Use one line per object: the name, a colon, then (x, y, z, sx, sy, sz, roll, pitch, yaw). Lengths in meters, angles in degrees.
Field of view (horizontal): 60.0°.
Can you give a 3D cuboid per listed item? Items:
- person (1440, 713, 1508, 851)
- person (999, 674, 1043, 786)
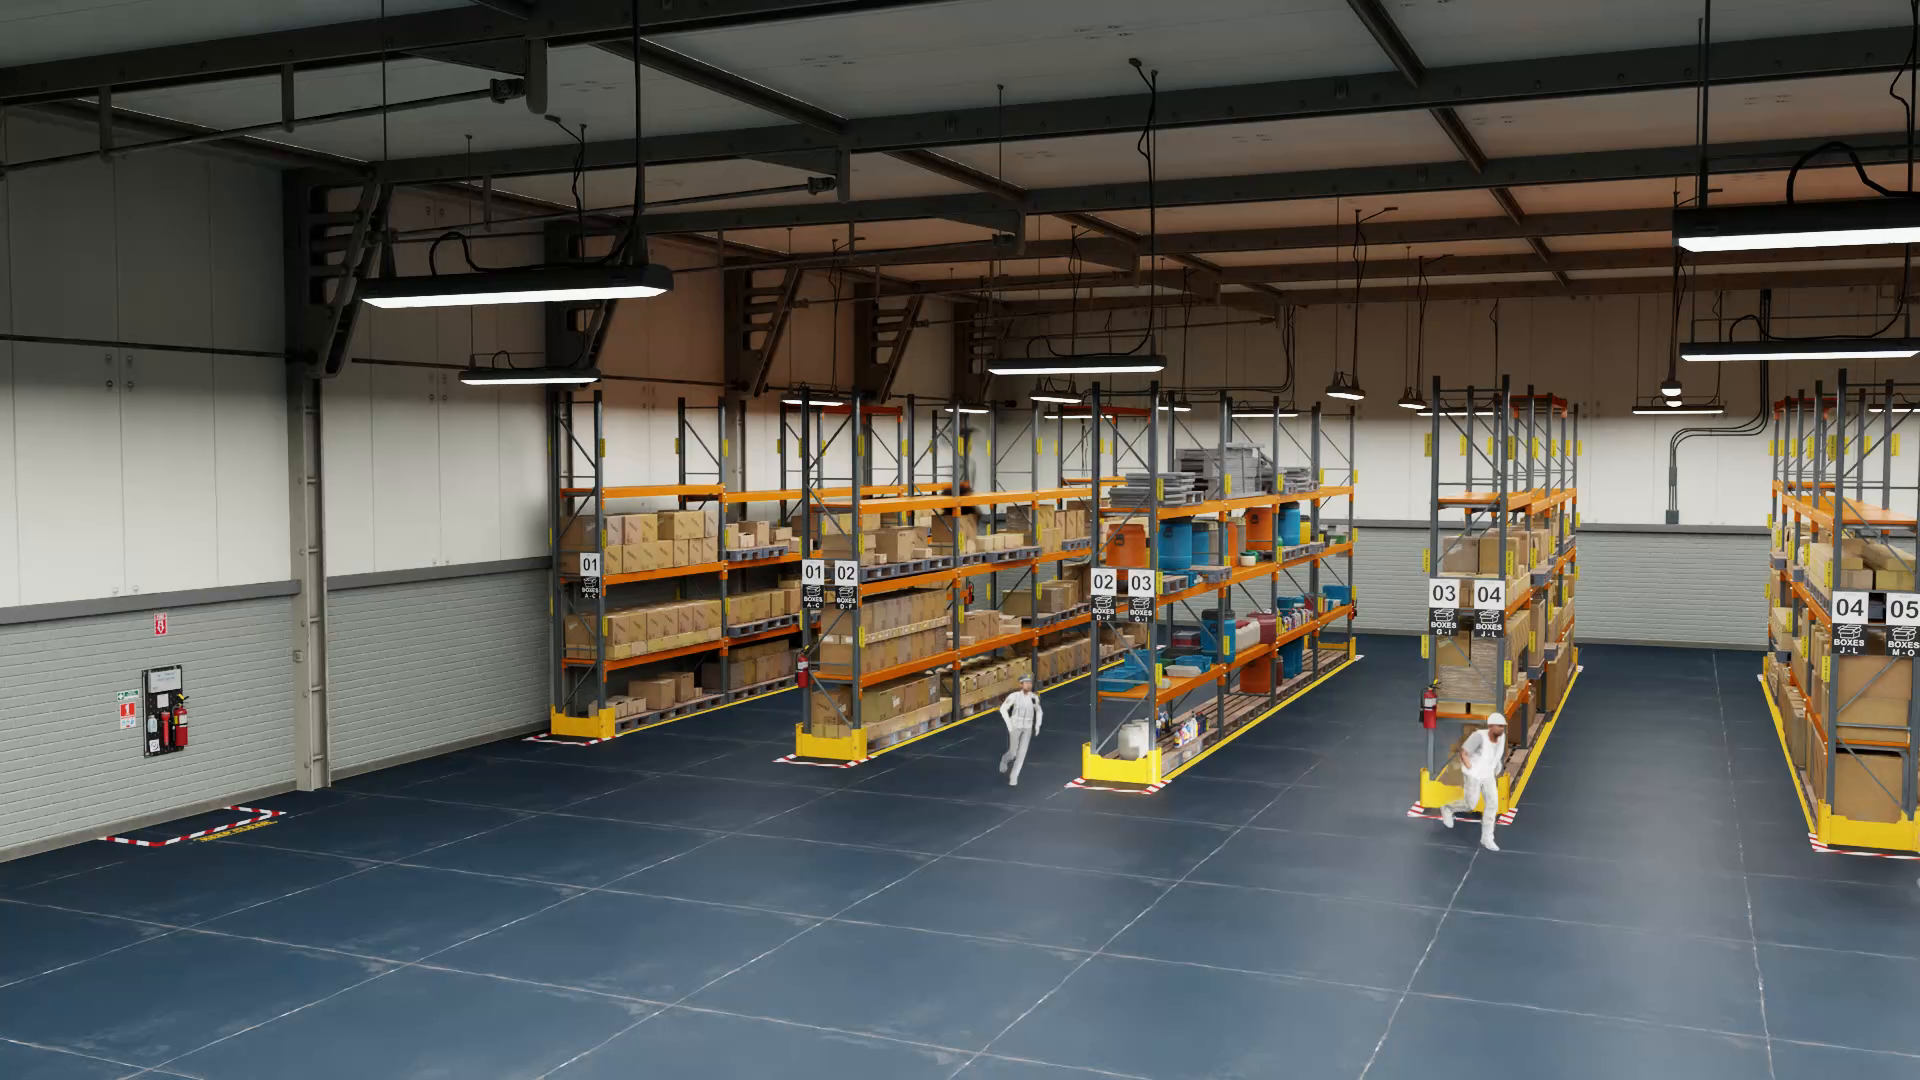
person: (6.522, 3.003, 21.083, 0.697, 1.727, 1.010, -2, 4, -34)
person: (0.941, 2.810, 24.892, 0.665, 1.628, 0.669, -1, 3, -12)
